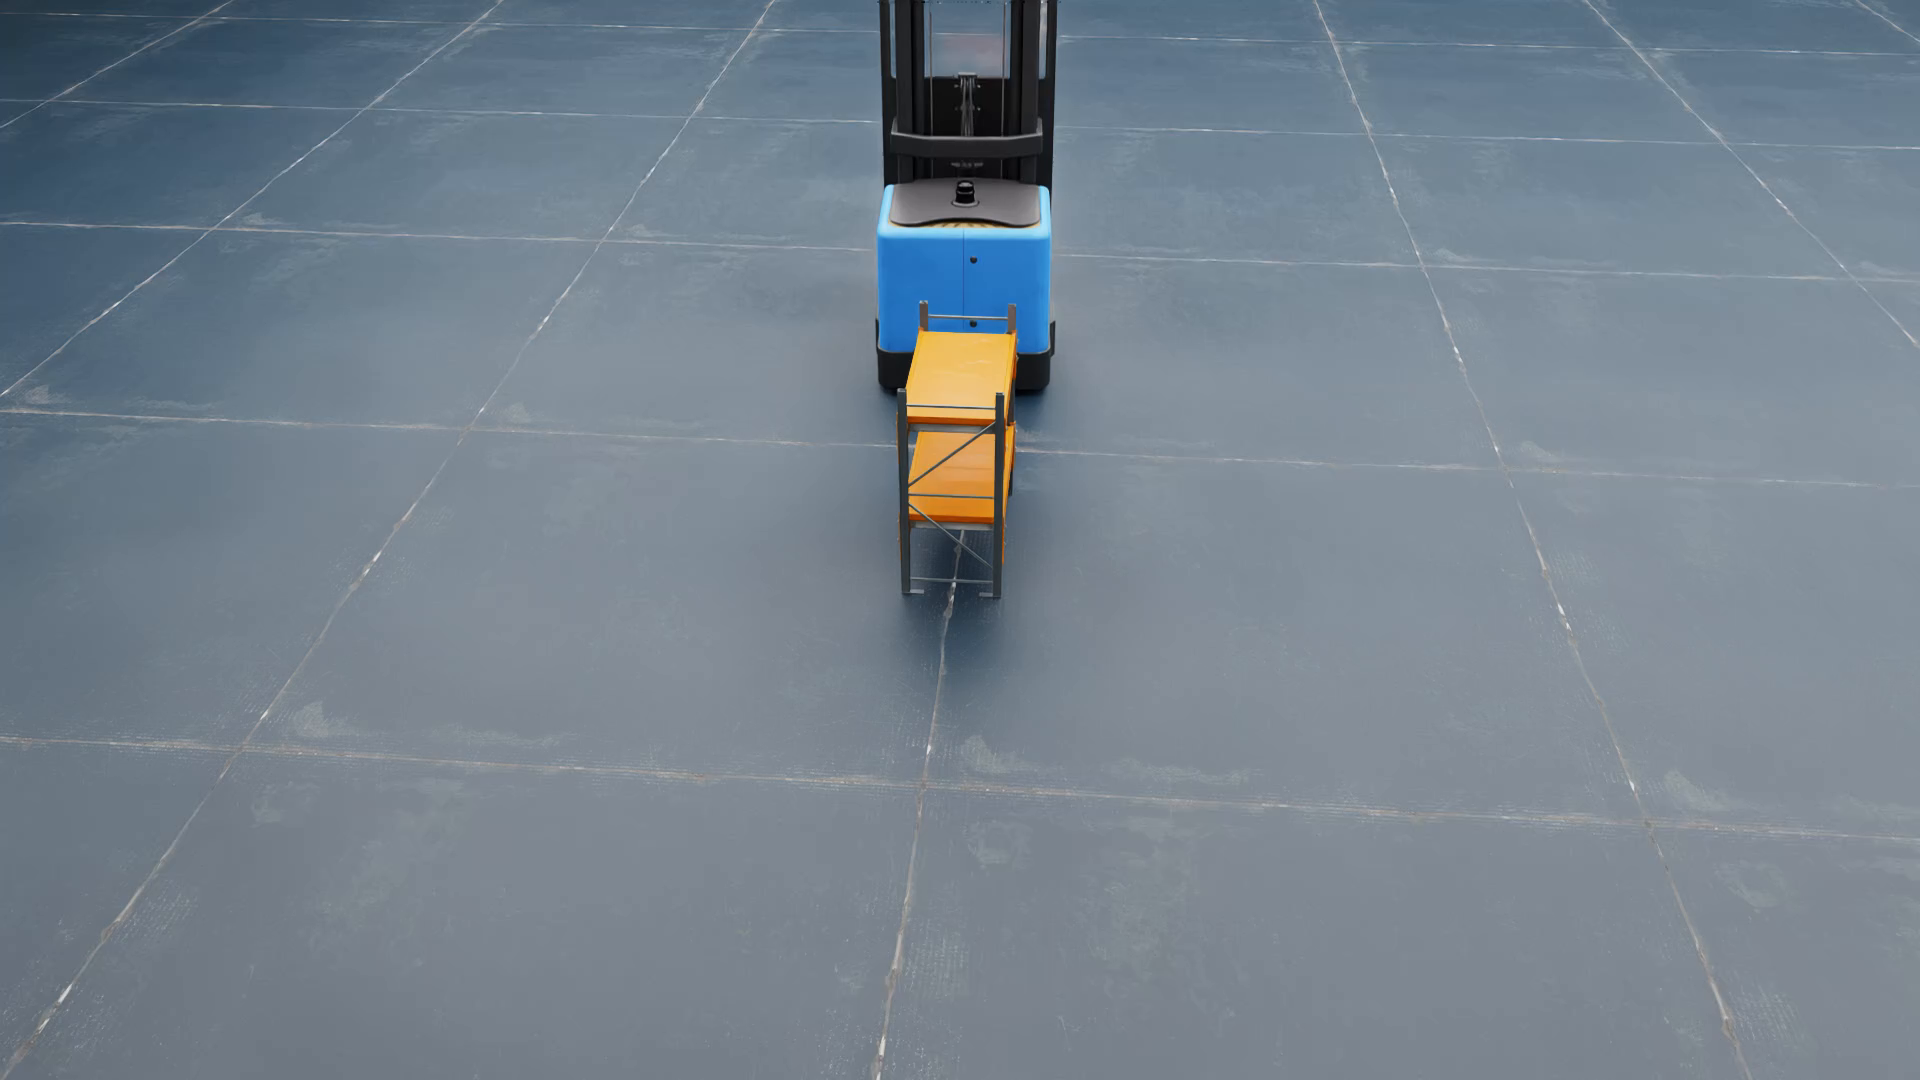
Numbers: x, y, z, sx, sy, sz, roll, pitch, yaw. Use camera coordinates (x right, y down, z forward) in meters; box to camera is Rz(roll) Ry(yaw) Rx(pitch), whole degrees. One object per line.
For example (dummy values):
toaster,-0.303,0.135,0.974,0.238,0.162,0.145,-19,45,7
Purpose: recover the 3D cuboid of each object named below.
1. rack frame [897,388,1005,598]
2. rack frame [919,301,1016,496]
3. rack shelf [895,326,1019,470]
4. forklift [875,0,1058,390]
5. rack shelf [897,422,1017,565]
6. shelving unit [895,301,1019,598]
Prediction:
rack frame,-0.042,-0.210,8.018,0.500,1.125,0.032,2,32,4
rack frame,0.041,-0.741,8.880,0.500,1.125,0.032,2,32,4
rack shelf,-0.001,-0.725,8.296,0.538,0.278,1.000,2,32,4
forklift,0.058,-2.899,10.660,1.130,2.935,3.031,1,32,1
rack shelf,-0.001,-0.267,8.577,0.538,0.278,1.000,2,32,4
shelving unit,-0.001,-0.475,8.449,0.538,1.125,1.048,2,32,4
